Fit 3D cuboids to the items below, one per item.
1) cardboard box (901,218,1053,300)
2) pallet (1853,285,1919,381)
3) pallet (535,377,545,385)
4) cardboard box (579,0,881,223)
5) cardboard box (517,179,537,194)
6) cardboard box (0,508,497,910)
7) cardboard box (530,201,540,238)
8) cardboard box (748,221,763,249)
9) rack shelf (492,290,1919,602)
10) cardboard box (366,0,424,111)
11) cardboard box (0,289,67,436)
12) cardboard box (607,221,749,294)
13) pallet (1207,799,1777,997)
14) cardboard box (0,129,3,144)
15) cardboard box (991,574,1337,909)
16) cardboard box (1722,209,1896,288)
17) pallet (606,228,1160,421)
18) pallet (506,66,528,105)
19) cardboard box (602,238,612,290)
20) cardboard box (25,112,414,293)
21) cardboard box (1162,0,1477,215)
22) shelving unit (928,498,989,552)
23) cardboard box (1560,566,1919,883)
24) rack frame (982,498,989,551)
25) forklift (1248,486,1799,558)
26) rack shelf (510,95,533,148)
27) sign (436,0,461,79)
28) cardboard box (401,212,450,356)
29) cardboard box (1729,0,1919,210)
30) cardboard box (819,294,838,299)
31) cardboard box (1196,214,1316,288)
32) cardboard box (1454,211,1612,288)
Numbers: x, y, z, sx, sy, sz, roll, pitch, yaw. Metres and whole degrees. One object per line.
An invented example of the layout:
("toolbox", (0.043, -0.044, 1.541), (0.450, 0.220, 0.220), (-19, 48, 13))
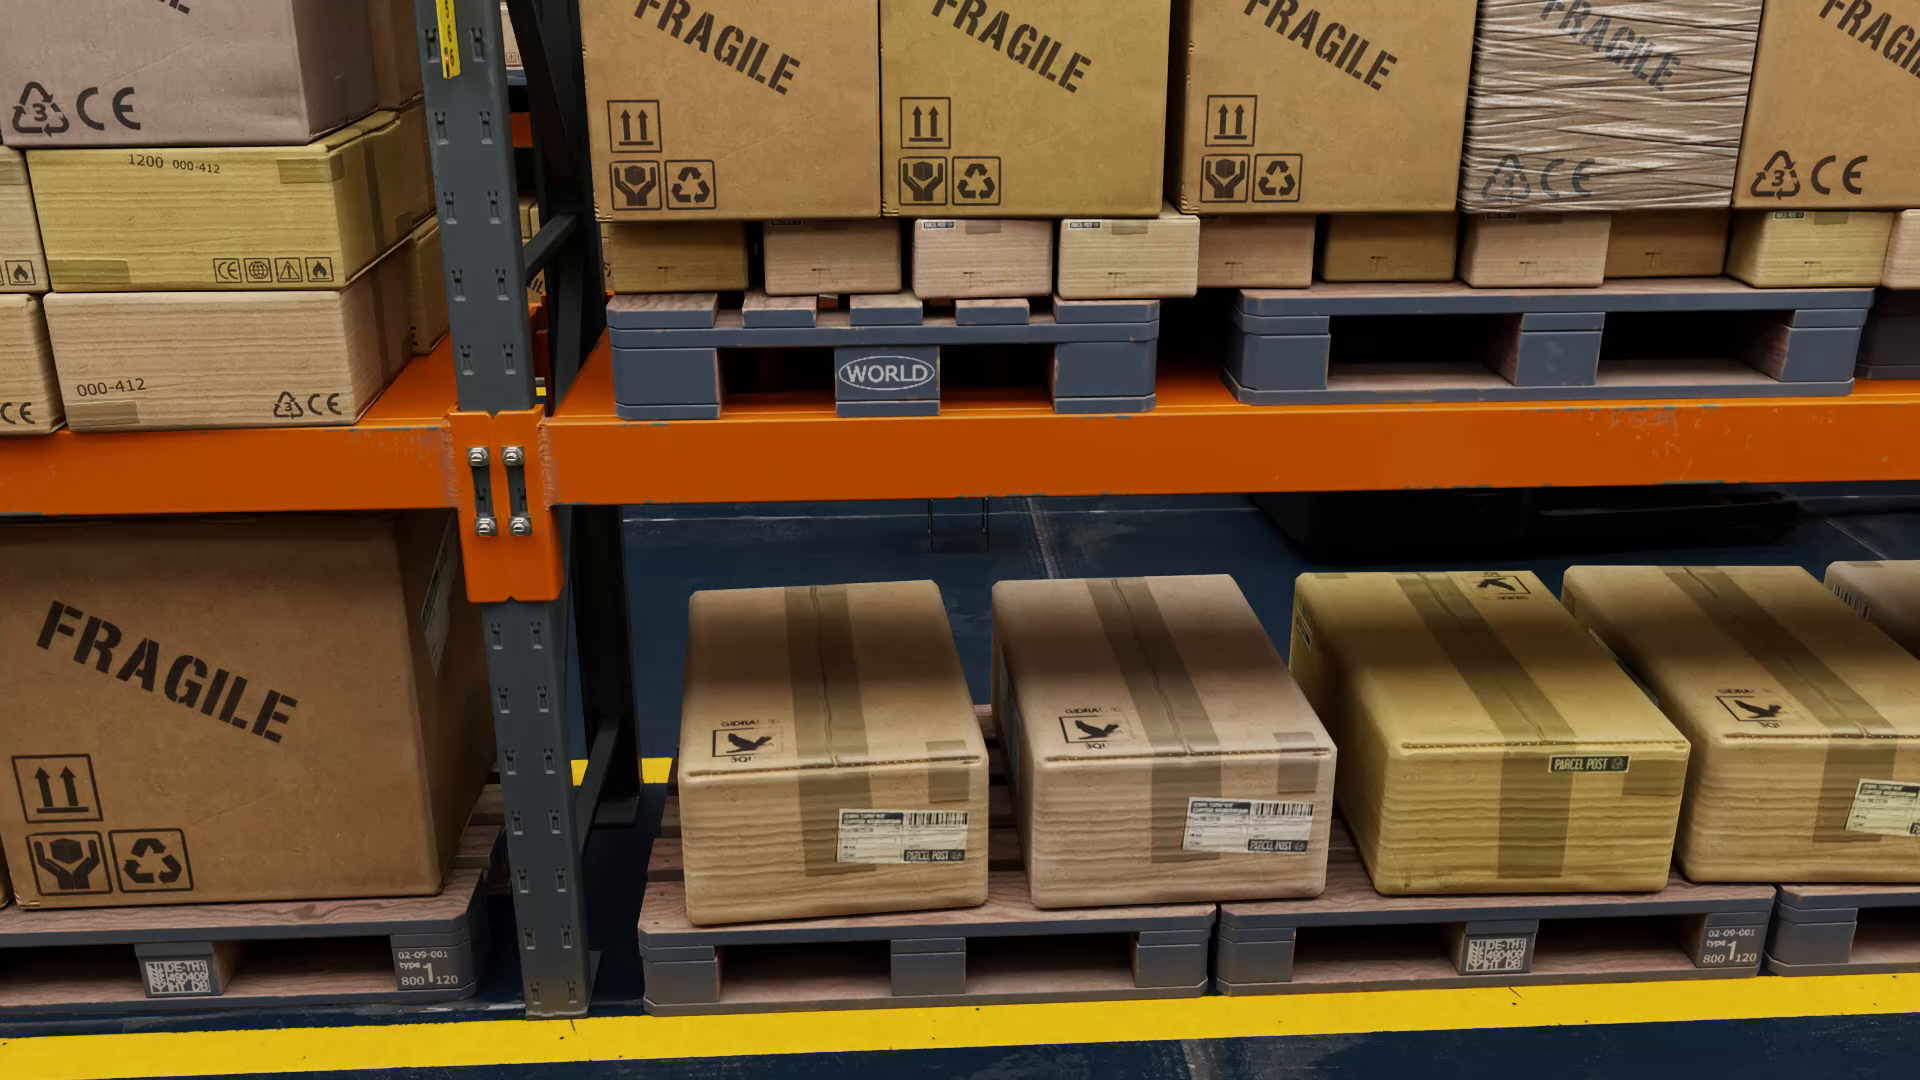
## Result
("cardboard box", (0.022, -0.577, 3.183), (0.250, 0.149, 0.380), (-3, 21, -7))
("pallet", (2.349, -0.602, 3.756), (1.213, 0.211, 1.003), (-1, 21, -3))
("pallet", (-1.908, -1.033, 8.537), (1.213, 0.211, 1.003), (-1, 21, -3))
("cardboard box", (-0.411, -0.883, 3.077), (0.500, 0.500, 0.500), (-2, 21, -5))
("cardboard box", (-2.210, -1.740, 8.485), (0.250, 0.149, 0.380), (-1, 21, -2))
("cardboard box", (-1.568, 0.207, 3.758), (0.875, 0.875, 0.875), (-1, 21, -4))
("cardboard box", (-1.910, -1.552, 7.994), (0.250, 0.149, 0.380), (-2, 21, -6))
("cardboard box", (-0.560, -0.743, 3.621), (0.250, 0.149, 0.380), (0, 21, -1))
("rack shelf", (1.123, -0.279, 3.649), (4.000, 0.370, 1.077), (-1, 21, -3))
("cardboard box", (-1.380, -1.165, 3.420), (0.500, 0.500, 0.500), (-2, 21, -5))
("cardboard box", (-1.873, -0.386, 3.129), (0.500, 0.250, 0.500), (-1, 21, -2))
("cardboard box", (-0.538, -0.594, 3.228), (0.250, 0.149, 0.380), (-2, 21, -6))
("pallet", (1.122, 0.690, 4.013), (1.213, 0.211, 1.003), (-1, 21, -3))
("cardboard box", (-1.886, -0.972, 2.912), (0.500, 0.500, 0.500), (-1, 21, -2))
("cardboard box", (0.427, 0.432, 3.874), (0.625, 0.372, 0.950), (-2, 21, -4))
("cardboard box", (1.603, -0.610, 3.271), (0.250, 0.149, 0.380), (-1, 21, -3))
("pallet", (-0.168, -0.537, 3.585), (1.003, 0.211, 1.213), (-1, 21, -3))
("pallet", (-1.833, -2.209, 7.978), (1.003, 0.211, 1.213), (-1, 21, -3))
("cardboard box", (-1.570, -1.281, 8.192), (0.500, 0.500, 0.500), (-1, 21, -1))
("cardboard box", (-1.343, -0.638, 3.089), (0.500, 0.250, 0.500), (-1, 21, -3))
("cardboard box", (0.639, -0.910, 3.146), (0.500, 0.500, 0.500), (-1, 21, -2))
("shelving unit", (-0.008, -0.420, 5.960), (0.210, 0.900, 0.258), (-1, 21, -3))
("cardboard box", (1.879, 0.404, 3.948), (0.625, 0.372, 0.950), (0, 21, 0))
("rack frame", (0.093, -0.422, 5.966), (0.006, 0.900, 0.240), (-1, 21, -3))
("forklift", (2.615, -1.535, 6.034), (3.031, 2.935, 1.130), (-3, 21, -8))
("rack shelf", (-3.157, -1.961, 8.066), (4.000, 0.370, 1.077), (-1, 21, -3))
("sign", (-0.839, -0.918, 2.690), (0.005, 0.325, 0.100), (-1, 21, -3))
("cardboard box", (-1.376, -0.584, 3.649), (0.500, 0.250, 0.500), (-2, 21, -4))
("cardboard box", (1.661, -0.928, 3.194), (0.500, 0.500, 0.500), (0, 21, -1))
("cardboard box", (-0.537, -1.432, 8.413), (0.625, 0.625, 0.875), (-1, 21, -1))
("cardboard box", (0.534, -0.608, 3.264), (0.250, 0.149, 0.380), (0, 21, 0))
("cardboard box", (1.078, -0.609, 3.269), (0.250, 0.149, 0.380), (-1, 21, -1))
